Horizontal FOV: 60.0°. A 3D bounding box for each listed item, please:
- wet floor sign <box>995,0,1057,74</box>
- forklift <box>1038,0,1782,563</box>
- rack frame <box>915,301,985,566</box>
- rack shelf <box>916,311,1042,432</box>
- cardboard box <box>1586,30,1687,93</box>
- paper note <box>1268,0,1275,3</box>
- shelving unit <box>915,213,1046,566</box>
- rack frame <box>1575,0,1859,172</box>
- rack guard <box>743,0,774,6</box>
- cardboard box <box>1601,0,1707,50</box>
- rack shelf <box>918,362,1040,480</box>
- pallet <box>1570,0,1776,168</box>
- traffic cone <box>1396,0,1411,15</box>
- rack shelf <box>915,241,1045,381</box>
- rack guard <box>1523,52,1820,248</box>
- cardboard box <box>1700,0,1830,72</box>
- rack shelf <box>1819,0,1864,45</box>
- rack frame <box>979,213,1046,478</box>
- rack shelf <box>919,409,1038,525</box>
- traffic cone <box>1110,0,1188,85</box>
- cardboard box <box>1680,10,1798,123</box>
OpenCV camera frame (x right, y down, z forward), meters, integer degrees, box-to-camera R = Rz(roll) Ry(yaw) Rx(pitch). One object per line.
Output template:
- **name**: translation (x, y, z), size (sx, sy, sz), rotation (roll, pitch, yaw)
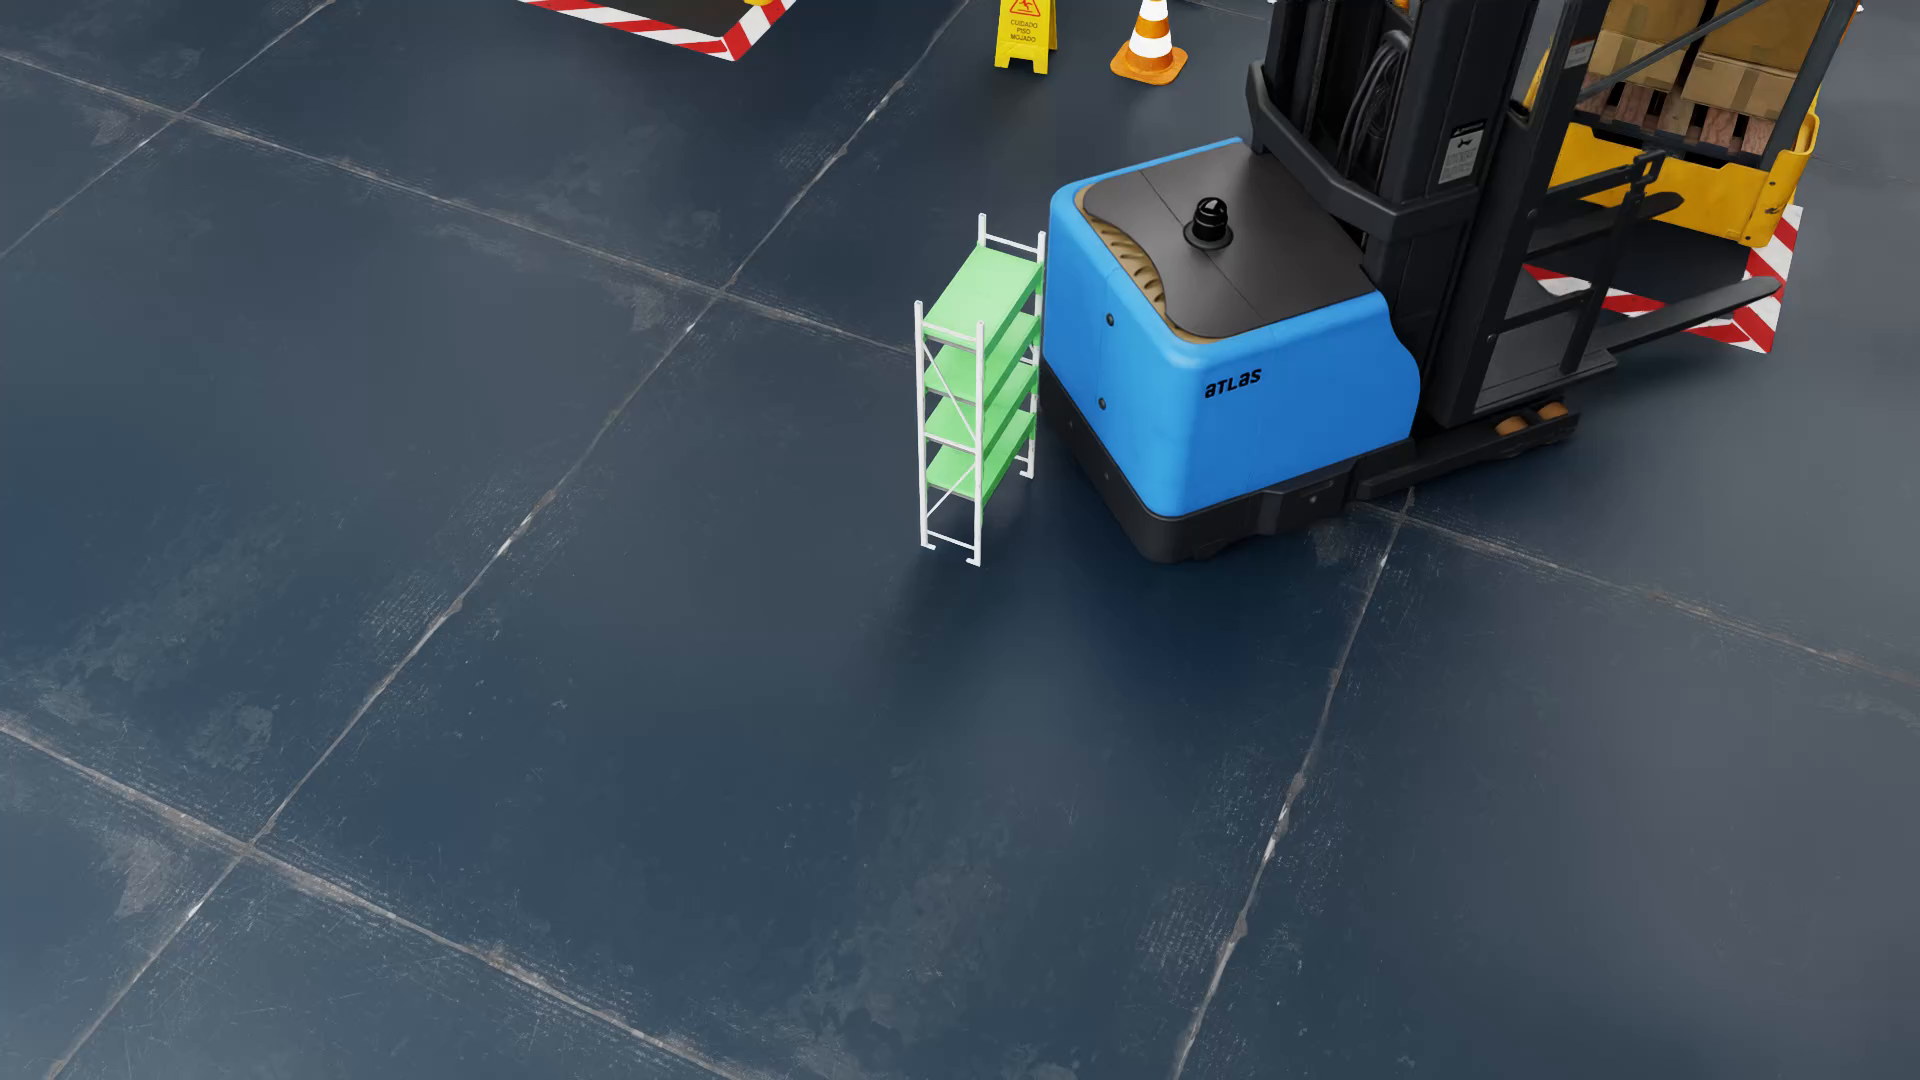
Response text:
- **wet floor sign**: translation (0.331, -2.616, 8.053), size (0.267, 0.644, 0.232), rotation (12, 51, 10)
- **forklift**: translation (1.870, -1.623, 5.706), size (3.031, 2.935, 1.130), rotation (-19, 52, -15)
- **rack frame**: translation (-0.034, -0.335, 5.747), size (0.240, 1.200, 0.015), rotation (20, 52, 16)
- **rack shelf**: translation (0.071, -0.617, 5.756), size (0.258, 0.148, 0.480), rotation (20, 52, 16)
- **cardboard box**: translation (3.184, -2.408, 7.859), size (0.500, 0.250, 0.500), rotation (20, 52, 16)
- **paper note**: translation (1.675, -2.839, 8.646), size (0.148, 0.019, 0.142), rotation (4, 50, 3)
- **shelving unit**: translation (0.071, -0.503, 5.890), size (0.258, 1.200, 0.503), rotation (20, 52, 16)
- **rack frame**: translation (3.071, -2.502, 6.410), size (1.000, 3.000, 0.127), rotation (20, 52, 16)
- **rack guard**: translation (-1.458, -3.217, 8.659), size (1.175, 0.500, 0.348), rotation (20, 52, 16)
- **cardboard box**: translation (3.178, -2.627, 7.553), size (0.500, 0.500, 0.500), rotation (20, 53, 16)
- **rack shelf**: translation (0.071, -0.461, 5.939), size (0.258, 0.148, 0.480), rotation (20, 52, 16)
- **pallet**: translation (3.483, -2.199, 7.983), size (1.003, 0.211, 1.213), rotation (20, 52, 16)
- **traffic cone**: translation (2.089, -2.396, 7.985), size (0.336, 0.463, 0.334), rotation (20, 52, 16)
- **rack shelf**: translation (0.071, -0.772, 5.573), size (0.258, 0.148, 0.480), rotation (20, 52, 16)
- **rack guard**: translation (3.104, -1.745, 7.406), size (1.175, 0.500, 0.348), rotation (20, 52, 16)
- **cardboard box**: translation (3.676, -2.473, 7.422), size (0.500, 0.500, 0.500), rotation (18, 52, 15)
- **rack shelf**: translation (3.926, -3.647, 7.856), size (1.077, 0.370, 4.000), rotation (20, 52, 16)
- **rack frame**: translation (0.175, -0.671, 6.033), size (0.240, 1.200, 0.015), rotation (20, 52, 16)
- **rack shelf**: translation (0.071, -0.306, 6.121), size (0.258, 0.148, 0.480), rotation (20, 52, 16)
- **traffic cone**: translation (0.940, -2.523, 8.093), size (0.336, 0.463, 0.334), rotation (20, 52, 16)
- **cardboard box**: translation (3.666, -2.213, 7.693), size (0.500, 0.250, 0.500), rotation (19, 52, 16)
